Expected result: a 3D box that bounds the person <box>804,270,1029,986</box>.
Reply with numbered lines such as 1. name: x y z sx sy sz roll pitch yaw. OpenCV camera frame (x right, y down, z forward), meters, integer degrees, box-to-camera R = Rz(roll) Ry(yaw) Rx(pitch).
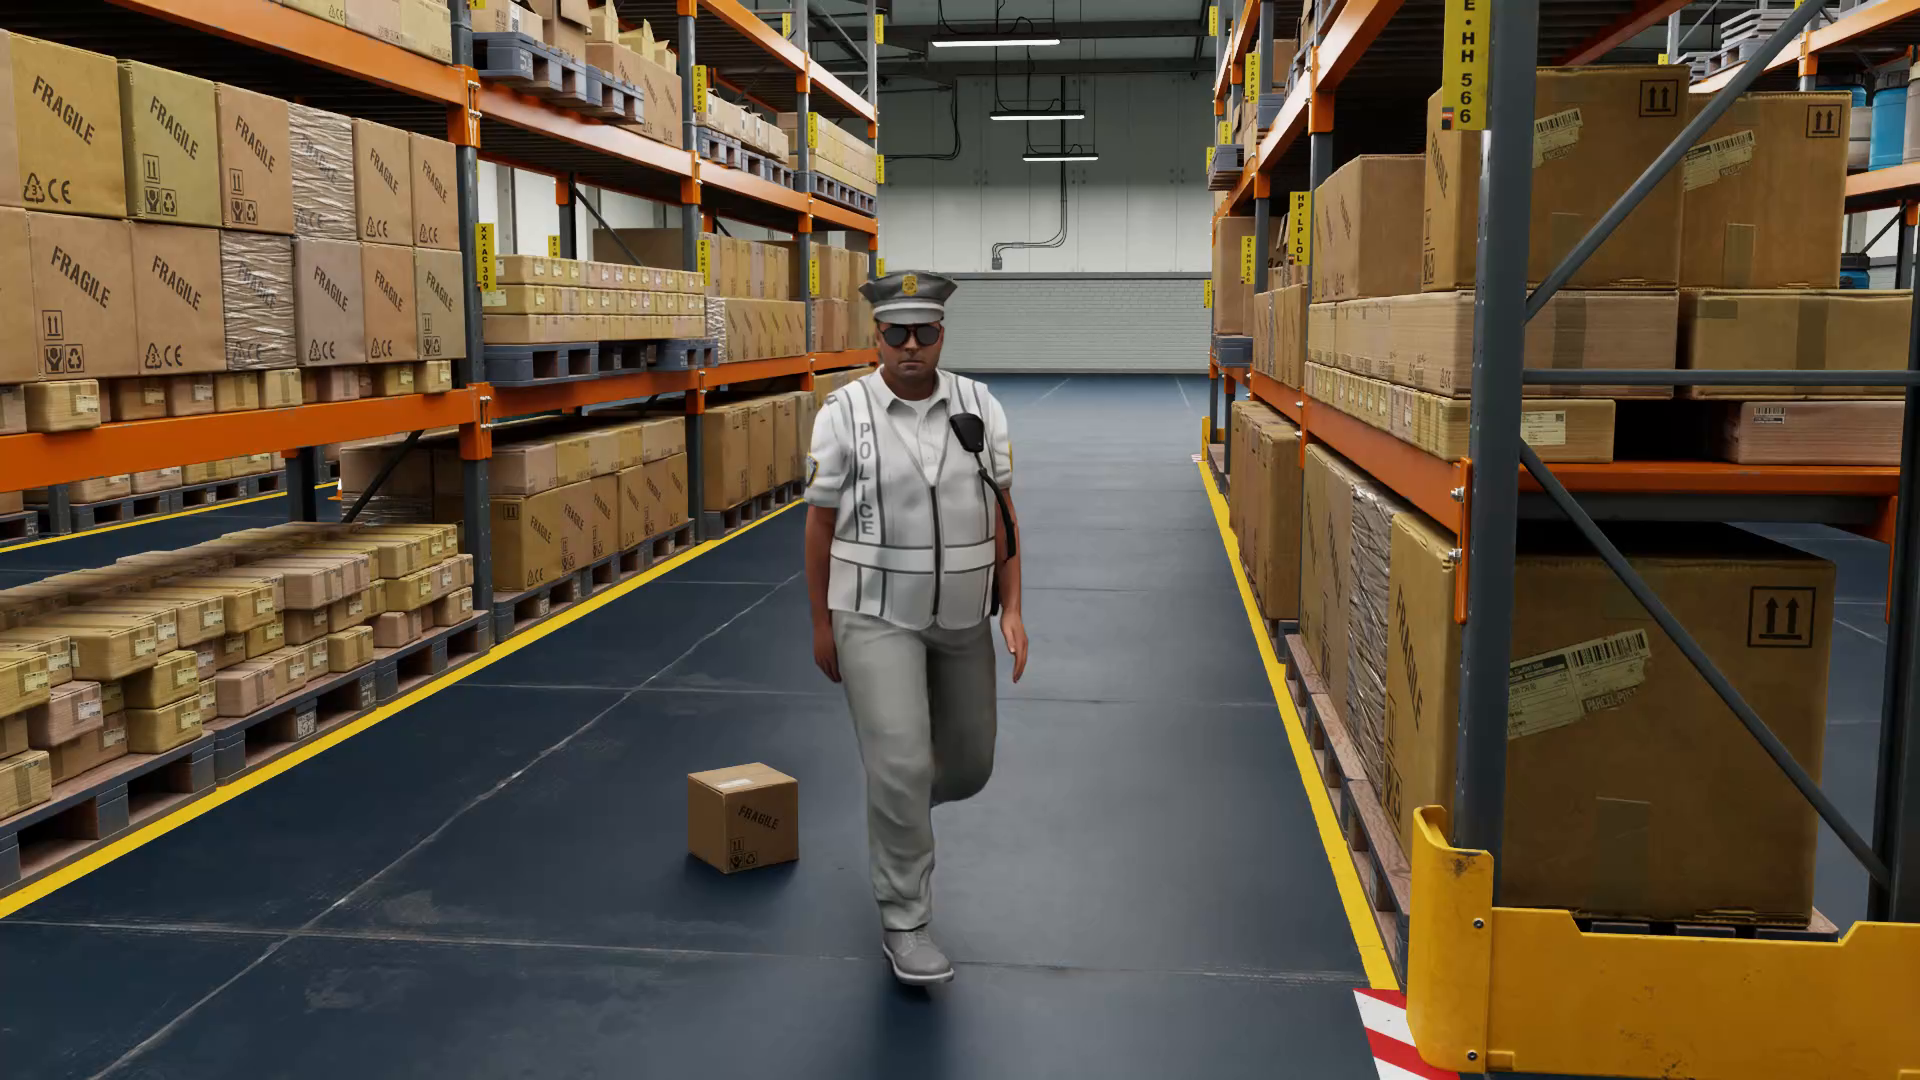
1. person: -0.132 0.175 4.311 0.538 1.717 0.889 -3 8 -22
